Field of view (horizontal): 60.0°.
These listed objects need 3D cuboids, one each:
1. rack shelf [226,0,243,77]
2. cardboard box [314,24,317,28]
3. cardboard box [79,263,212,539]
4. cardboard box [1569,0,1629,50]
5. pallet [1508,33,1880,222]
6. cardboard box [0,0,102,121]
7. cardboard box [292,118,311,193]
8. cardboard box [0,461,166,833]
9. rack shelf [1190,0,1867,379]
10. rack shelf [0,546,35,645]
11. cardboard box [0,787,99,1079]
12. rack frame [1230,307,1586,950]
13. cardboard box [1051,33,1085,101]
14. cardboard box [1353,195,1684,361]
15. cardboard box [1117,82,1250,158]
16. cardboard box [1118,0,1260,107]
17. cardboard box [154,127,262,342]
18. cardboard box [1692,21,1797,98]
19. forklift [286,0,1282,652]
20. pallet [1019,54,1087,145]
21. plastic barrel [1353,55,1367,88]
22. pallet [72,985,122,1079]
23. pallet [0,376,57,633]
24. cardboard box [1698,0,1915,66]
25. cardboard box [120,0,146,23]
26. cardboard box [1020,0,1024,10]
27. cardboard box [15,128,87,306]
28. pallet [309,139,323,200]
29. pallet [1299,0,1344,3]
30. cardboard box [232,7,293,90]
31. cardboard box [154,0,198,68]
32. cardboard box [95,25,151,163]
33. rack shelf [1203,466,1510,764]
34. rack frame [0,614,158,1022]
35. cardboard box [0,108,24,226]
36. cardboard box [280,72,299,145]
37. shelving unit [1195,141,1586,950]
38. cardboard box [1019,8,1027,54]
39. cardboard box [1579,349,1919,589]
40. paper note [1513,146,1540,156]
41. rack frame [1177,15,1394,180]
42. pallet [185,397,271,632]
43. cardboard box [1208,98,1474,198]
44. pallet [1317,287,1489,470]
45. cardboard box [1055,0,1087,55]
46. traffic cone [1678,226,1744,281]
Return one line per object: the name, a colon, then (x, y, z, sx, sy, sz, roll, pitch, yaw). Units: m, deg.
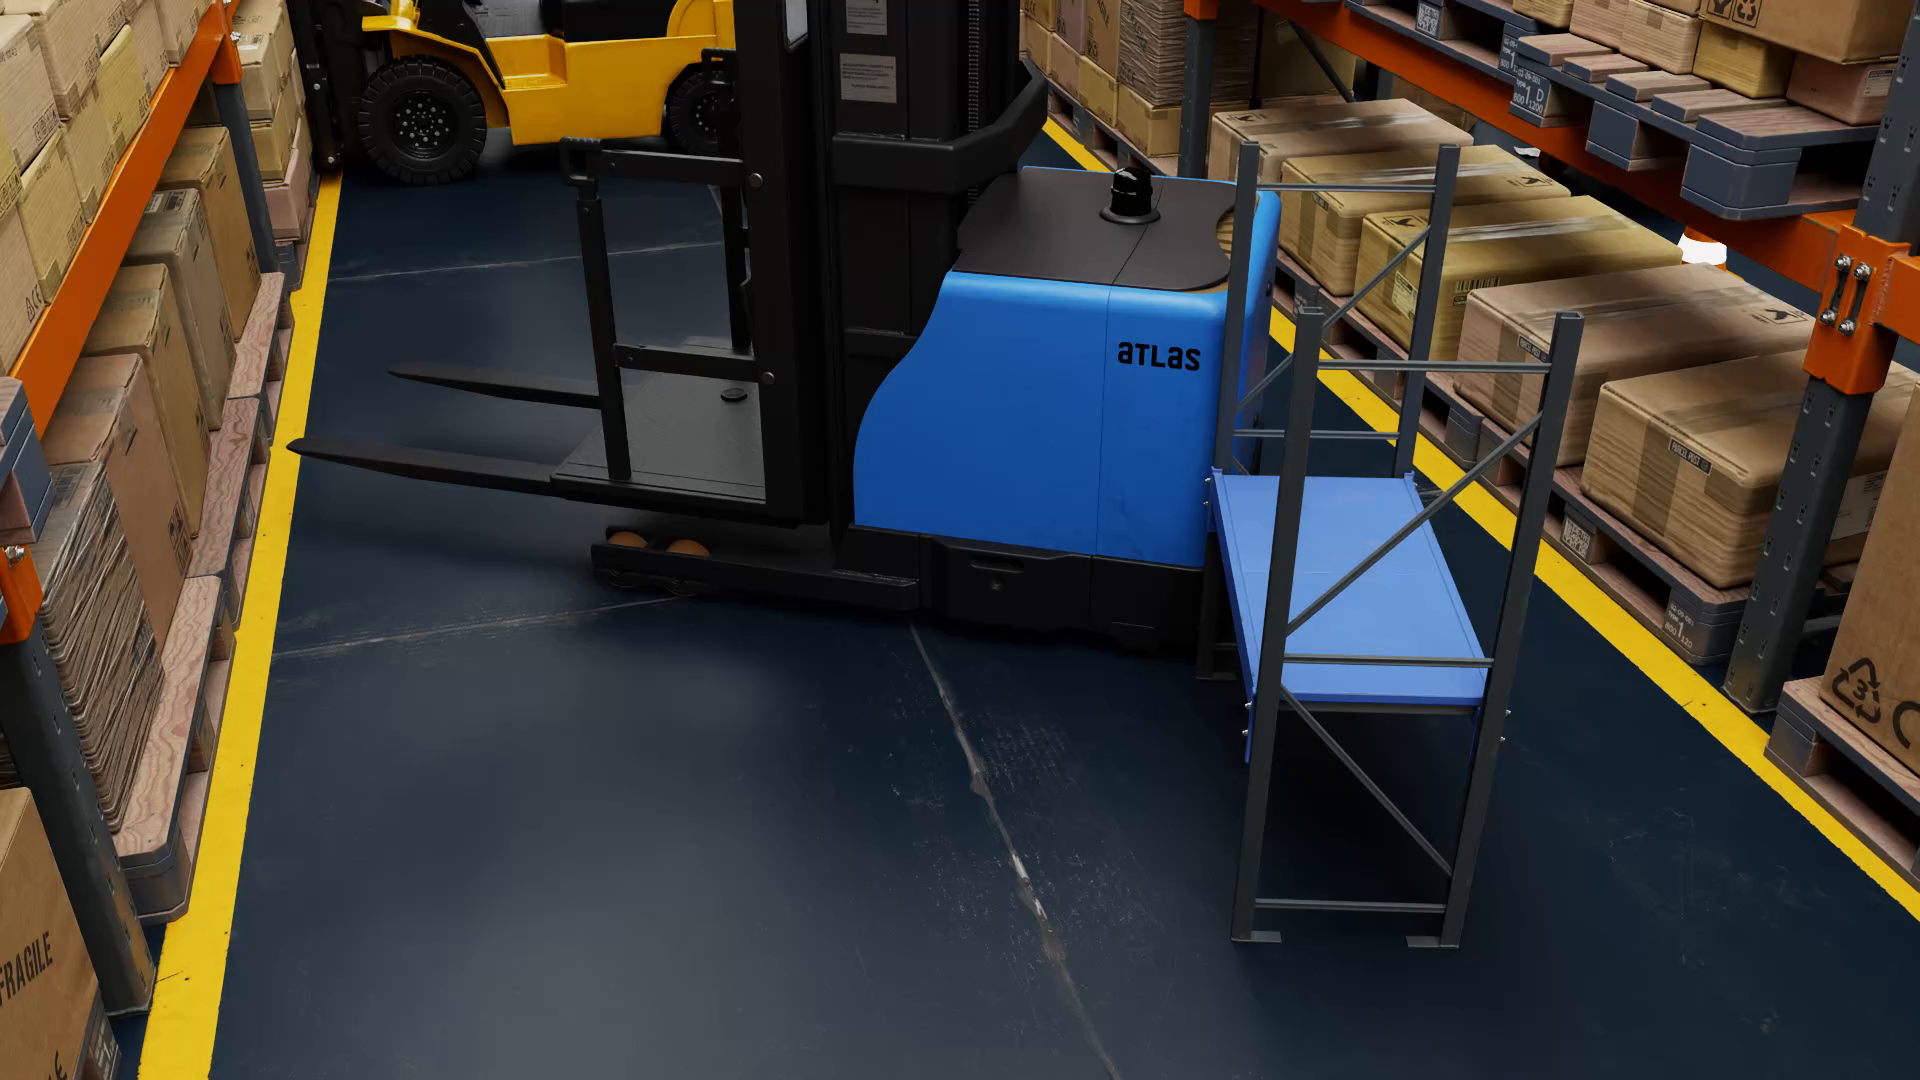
rack shelf: (-3.806, -2.846, 7.890, 1.077, 0.370, 4.000, -8, 31, -13)
cardboard box: (-3.626, -2.647, 8.656, 0.500, 0.250, 0.500, -9, 31, -14)
cardboard box: (-2.726, -0.356, 4.822, 0.875, 0.625, 0.625, -9, 31, -15)
cardboard box: (1.947, -1.479, 4.643, 0.380, 0.149, 0.250, -9, 31, -16)
pallet: (2.279, -1.168, 4.465, 1.213, 0.211, 1.003, -8, 31, -13)
cardboard box: (-2.349, -1.155, 3.901, 0.500, 0.250, 0.500, -9, 31, -15)
cardboard box: (-3.234, -1.704, 7.525, 0.500, 0.250, 0.500, -9, 31, -14)
cardboard box: (-2.366, 0.284, 3.717, 0.875, 0.625, 0.625, -7, 31, -12)
rack shelf: (2.040, -1.576, 5.696, 1.077, 0.370, 4.000, -8, 31, -13)
rack shelf: (-1.682, 1.018, 1.215, 1.077, 0.370, 4.000, -8, 31, -13)
cardboard box: (-1.894, 0.816, 2.921, 0.500, 0.500, 0.500, -7, 31, -12)
rack frame: (0.854, 0.245, 3.330, 0.500, 1.500, 0.032, 1, 30, 2)
cardboard box: (0.812, -2.597, 9.067, 0.500, 0.250, 0.500, -7, 31, -13)
cardboard box: (2.032, -0.962, 6.122, 0.950, 0.372, 0.625, -7, 31, -12)
cardboard box: (1.094, -2.095, 8.200, 0.500, 0.250, 0.500, -6, 31, -11)
cardboard box: (1.094, -2.419, 8.013, 0.500, 0.500, 0.500, -8, 31, -14)
cardboard box: (-3.126, -1.095, 6.098, 0.875, 0.625, 0.625, -6, 31, -11)
cardboard box: (2.117, -1.241, 4.231, 0.380, 0.149, 0.250, -7, 31, -13)
forklift: (-0.611, -1.347, 4.651, 3.031, 2.935, 1.130, 7, 31, 12)
pallet: (0.970, -2.556, 9.455, 1.003, 0.211, 1.213, -8, 31, -13)
plastic barrel: (2.456, -2.874, 9.792, 0.512, 0.421, 0.421, 13, 32, 21)
pallet: (-2.052, 1.313, 2.771, 1.003, 0.211, 1.213, -8, 31, -13)
pallet: (-1.966, 0.142, 2.202, 1.213, 0.211, 1.003, -8, 31, -13)
cardboard box: (2.183, -1.457, 3.958, 0.500, 0.500, 0.500, -9, 31, -15)
cardboard box: (-2.625, -1.644, 4.747, 0.500, 0.250, 0.500, -7, 31, -12)
cardboard box: (0.545, -3.411, 9.727, 0.500, 0.500, 0.500, -9, 31, -15)
cardboard box: (-2.224, -0.685, 3.588, 0.500, 0.250, 0.500, -9, 31, -14)
pallet: (-3.773, -1.964, 8.433, 1.003, 0.211, 1.213, -8, 31, -13)
pallet: (1.572, -2.381, 6.562, 1.003, 0.211, 1.213, -8, 31, -13)
cardboard box: (-3.227, -2.139, 7.279, 0.500, 0.250, 0.500, -8, 31, -13)
cardboard box: (-2.750, -1.676, 5.300, 0.500, 0.250, 0.500, -8, 31, -14)
cardboard box: (-2.504, -1.183, 4.450, 0.500, 0.250, 0.500, -7, 31, -12)
rack shelf: (0.877, 0.146, 3.859, 0.538, 0.185, 1.000, 1, 30, 2)
rack frame: (-2.213, -0.259, 2.704, 1.000, 3.000, 0.127, -8, 31, -13)
cardboard box: (-2.071, -0.661, 3.048, 0.500, 0.250, 0.500, -8, 31, -13)
cardboard box: (-3.241, -1.917, 7.394, 0.500, 0.250, 0.500, -8, 31, -14)
shelving unit: (0.877, -0.009, 3.769, 0.538, 1.500, 1.048, 1, 30, 2)
cardboard box: (0.524, -3.103, 9.942, 0.500, 0.250, 0.500, -7, 31, -11)
cardboard box: (2.431, -0.240, 4.874, 0.950, 0.372, 0.625, -10, 32, -17)
paper note: (3.014, -2.051, 8.763, 0.148, 0.019, 0.142, -8, 31, -13)
rack frame: (1.510, -2.853, 7.185, 1.000, 3.000, 0.127, -8, 31, -13)
pallet: (-2.714, -0.043, 5.114, 1.003, 0.211, 1.213, -8, 31, -13)
cardboard box: (1.651, -1.644, 7.301, 0.950, 0.372, 0.625, -7, 31, -13)
pallet: (2.045, -0.680, 6.214, 1.003, 0.211, 1.213, -8, 31, -13)
cardboard box: (0.821, -2.911, 8.862, 0.500, 0.500, 0.500, -6, 31, -11)
traffic cone: (3.189, -1.342, 7.107, 0.336, 0.463, 0.334, -8, 31, -13)
